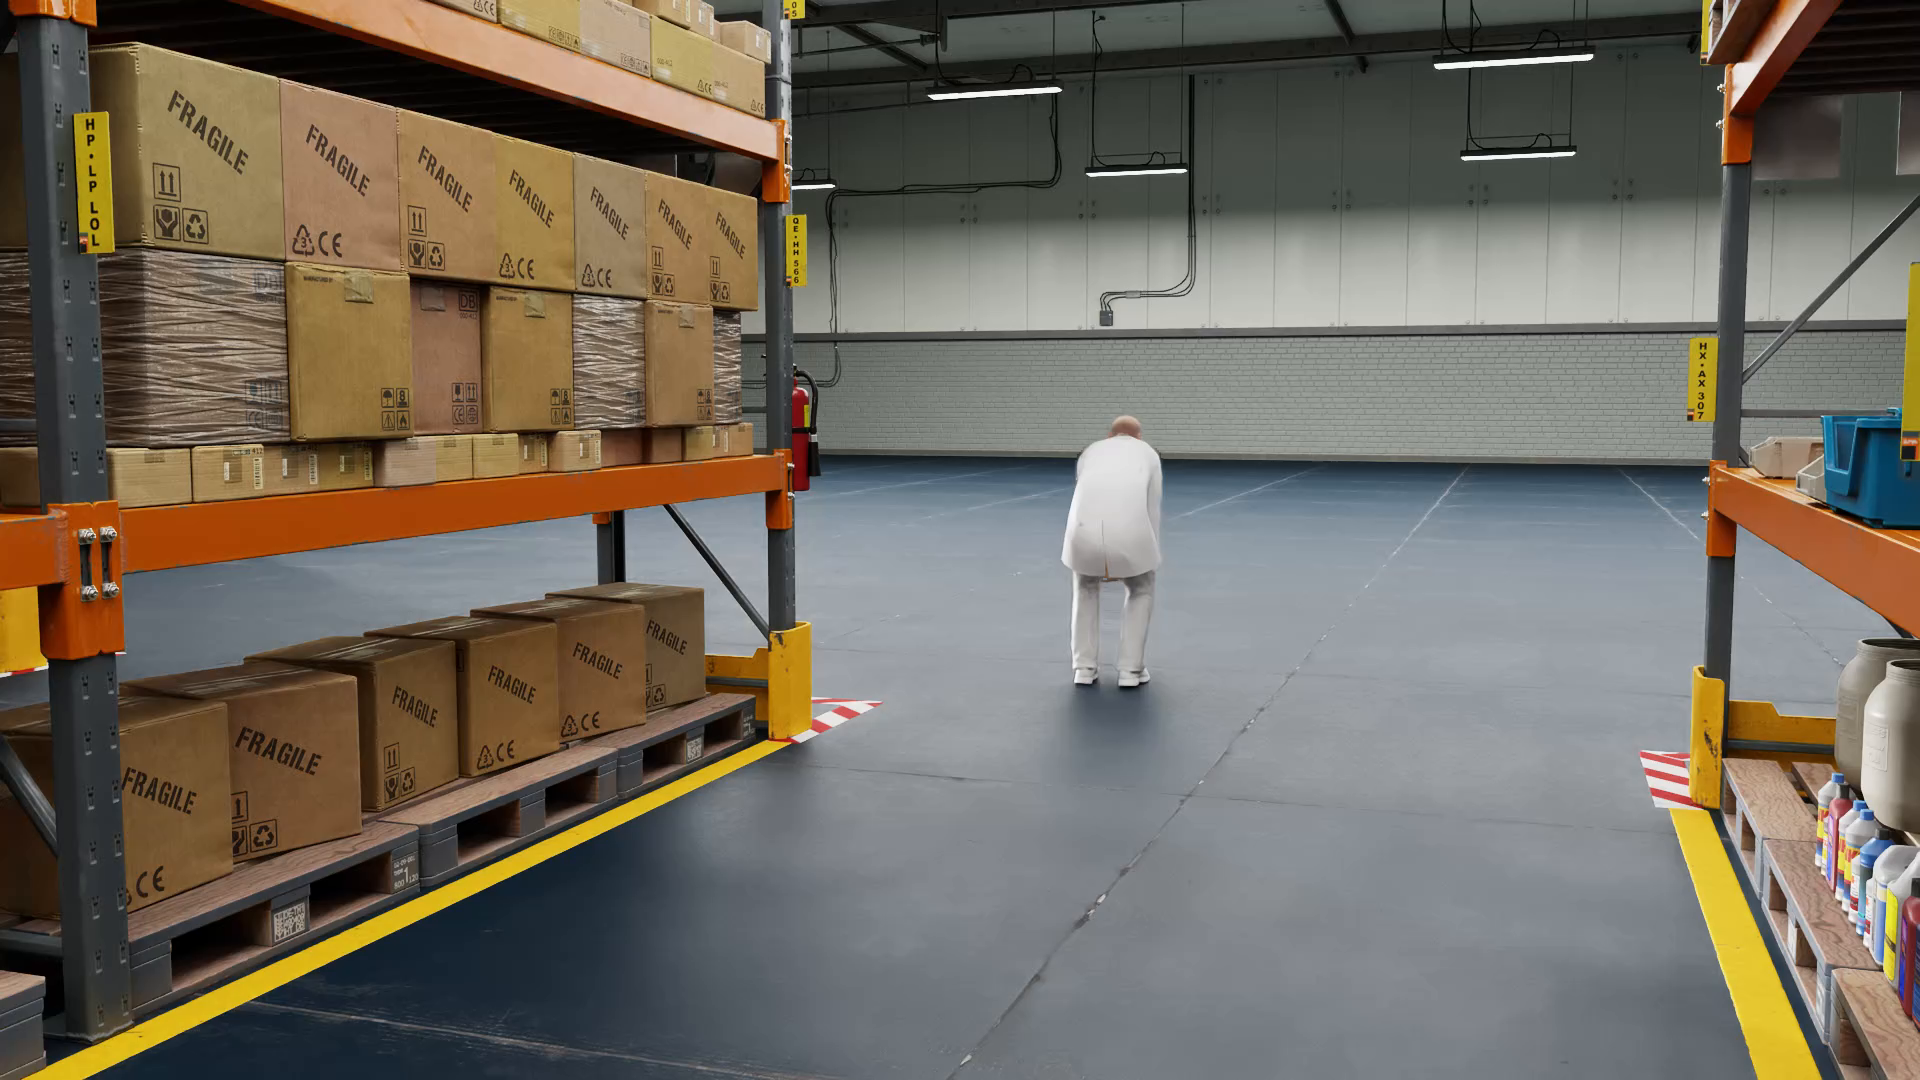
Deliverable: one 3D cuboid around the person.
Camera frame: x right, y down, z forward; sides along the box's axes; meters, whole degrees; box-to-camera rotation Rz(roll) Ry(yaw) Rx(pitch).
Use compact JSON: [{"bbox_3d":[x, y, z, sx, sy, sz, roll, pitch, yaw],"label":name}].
[{"bbox_3d":[0.880,0.042,9.256,0.558,1.464,0.835,2,5,17],"label":"person"}]
